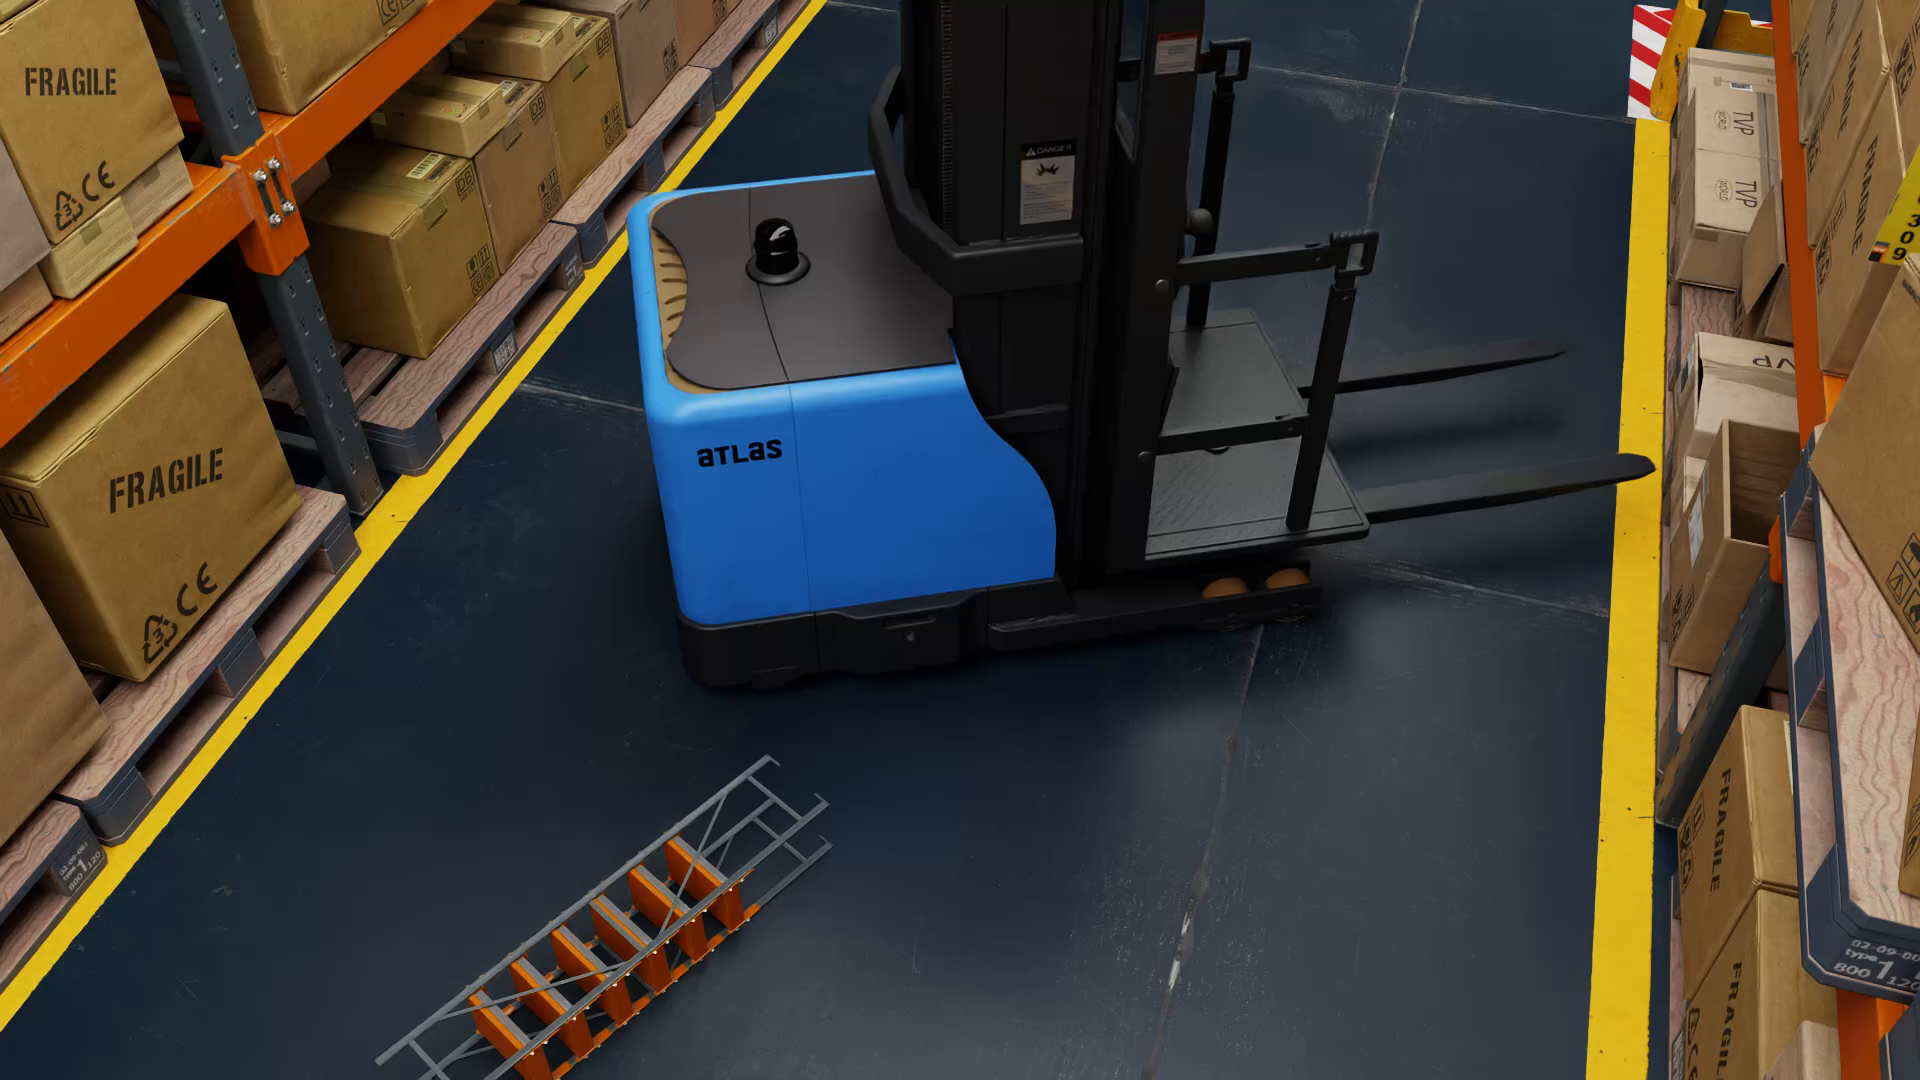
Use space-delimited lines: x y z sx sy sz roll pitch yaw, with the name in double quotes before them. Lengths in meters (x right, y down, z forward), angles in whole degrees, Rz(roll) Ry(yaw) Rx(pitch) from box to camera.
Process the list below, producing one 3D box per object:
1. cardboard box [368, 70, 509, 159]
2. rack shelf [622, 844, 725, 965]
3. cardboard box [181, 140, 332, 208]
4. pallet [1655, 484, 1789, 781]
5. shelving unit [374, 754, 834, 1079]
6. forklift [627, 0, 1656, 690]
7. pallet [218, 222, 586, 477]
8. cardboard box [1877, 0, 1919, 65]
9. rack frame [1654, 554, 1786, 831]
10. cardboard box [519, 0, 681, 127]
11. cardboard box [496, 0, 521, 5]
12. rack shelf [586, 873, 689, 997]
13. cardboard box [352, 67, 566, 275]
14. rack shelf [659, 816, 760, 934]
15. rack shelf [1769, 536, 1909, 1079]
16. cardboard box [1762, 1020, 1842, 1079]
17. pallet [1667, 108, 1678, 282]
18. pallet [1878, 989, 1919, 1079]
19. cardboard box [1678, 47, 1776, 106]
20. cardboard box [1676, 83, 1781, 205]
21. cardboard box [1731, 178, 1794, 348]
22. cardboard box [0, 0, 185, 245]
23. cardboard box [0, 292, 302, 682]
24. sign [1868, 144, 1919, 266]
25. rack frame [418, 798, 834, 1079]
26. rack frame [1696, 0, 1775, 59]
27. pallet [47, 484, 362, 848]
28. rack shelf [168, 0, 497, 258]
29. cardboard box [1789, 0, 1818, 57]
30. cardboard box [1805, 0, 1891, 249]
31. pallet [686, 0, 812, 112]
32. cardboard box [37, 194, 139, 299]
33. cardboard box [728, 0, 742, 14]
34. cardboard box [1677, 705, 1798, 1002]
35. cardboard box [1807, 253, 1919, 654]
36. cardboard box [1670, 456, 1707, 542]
"cardboard box" -1.761 -1.442 5.602 0.380 0.149 0.250 14 46 14
"rack shelf" -0.720 0.913 4.178 0.258 0.180 0.103 33 53 29
"cardboard box" -2.272 -1.198 5.352 0.380 0.149 0.250 12 46 12
"pallet" 2.568 0.299 4.794 1.003 0.211 1.213 13 46 13
"shelving unit" -0.832 0.997 4.092 0.258 0.189 1.200 33 53 29
"forklift" 0.612 -1.132 4.311 3.031 2.935 1.130 -8 45 -8
"pallet" -2.058 -0.781 5.897 1.003 0.211 1.213 13 46 13
"cardboard box" 2.418 -1.367 3.716 0.500 0.500 0.500 12 46 12
"rack frame" 2.359 -0.240 3.351 1.000 3.000 0.127 13 46 13
"cardboard box" -1.572 -2.053 6.690 0.700 0.500 0.500 11 45 11
"cardboard box" -1.881 -2.066 6.239 0.380 0.149 0.250 12 46 12
"rack shelf" -0.802 0.975 4.116 0.258 0.180 0.103 33 53 29
"cardboard box" -1.884 -1.355 5.977 0.700 0.500 0.500 12 46 12
"rack shelf" -0.638 0.852 4.241 0.258 0.180 0.103 33 53 29
"rack shelf" 1.753 1.350 2.240 1.077 0.370 4.000 13 46 13
"cardboard box" 1.677 1.165 2.851 0.500 0.250 0.500 13 46 13
"pallet" 3.307 -1.327 6.456 1.003 0.211 1.213 13 46 13
"pallet" 1.732 1.197 2.019 1.003 0.211 1.213 13 46 13
"cardboard box" 3.116 -1.838 6.708 0.380 0.149 0.250 13 46 13
"cardboard box" 2.984 -1.445 6.234 0.500 0.250 0.500 13 46 13
"cardboard box" 2.923 -0.759 5.351 0.797 0.503 0.637 13 46 13
"cardboard box" -2.263 -1.075 3.905 0.500 0.500 0.500 12 46 12
"cardboard box" -2.436 -0.208 4.555 0.750 0.750 0.750 13 46 13
"sign" 1.840 -0.659 3.160 0.100 0.325 0.005 13 46 13
"rack frame" -0.832 1.063 4.156 0.240 0.006 1.200 33 53 29
"rack frame" 3.570 -2.906 6.075 1.000 3.000 0.127 13 46 13
"pallet" -2.525 0.240 4.854 1.003 0.211 1.213 13 46 13
"rack shelf" -1.758 -2.363 6.034 1.077 0.370 4.000 13 46 13
"cardboard box" 2.726 -1.690 4.761 0.500 0.500 0.500 13 46 13
"cardboard box" 2.421 -1.007 4.063 0.500 0.500 0.500 14 46 14
"pallet" -1.319 -2.407 7.559 1.003 0.211 1.213 13 46 13
"cardboard box" -2.250 -0.746 4.033 0.380 0.149 0.250 13 46 13
"cardboard box" -1.269 -2.722 7.374 0.700 0.500 0.500 13 46 13
"cardboard box" 1.980 0.767 3.794 0.500 0.500 0.500 11 45 11
"cardboard box" 2.002 -0.158 2.895 0.700 0.500 0.500 -1 44 -1
"cardboard box" 2.318 -0.081 4.912 0.380 0.149 0.250 13 46 13
